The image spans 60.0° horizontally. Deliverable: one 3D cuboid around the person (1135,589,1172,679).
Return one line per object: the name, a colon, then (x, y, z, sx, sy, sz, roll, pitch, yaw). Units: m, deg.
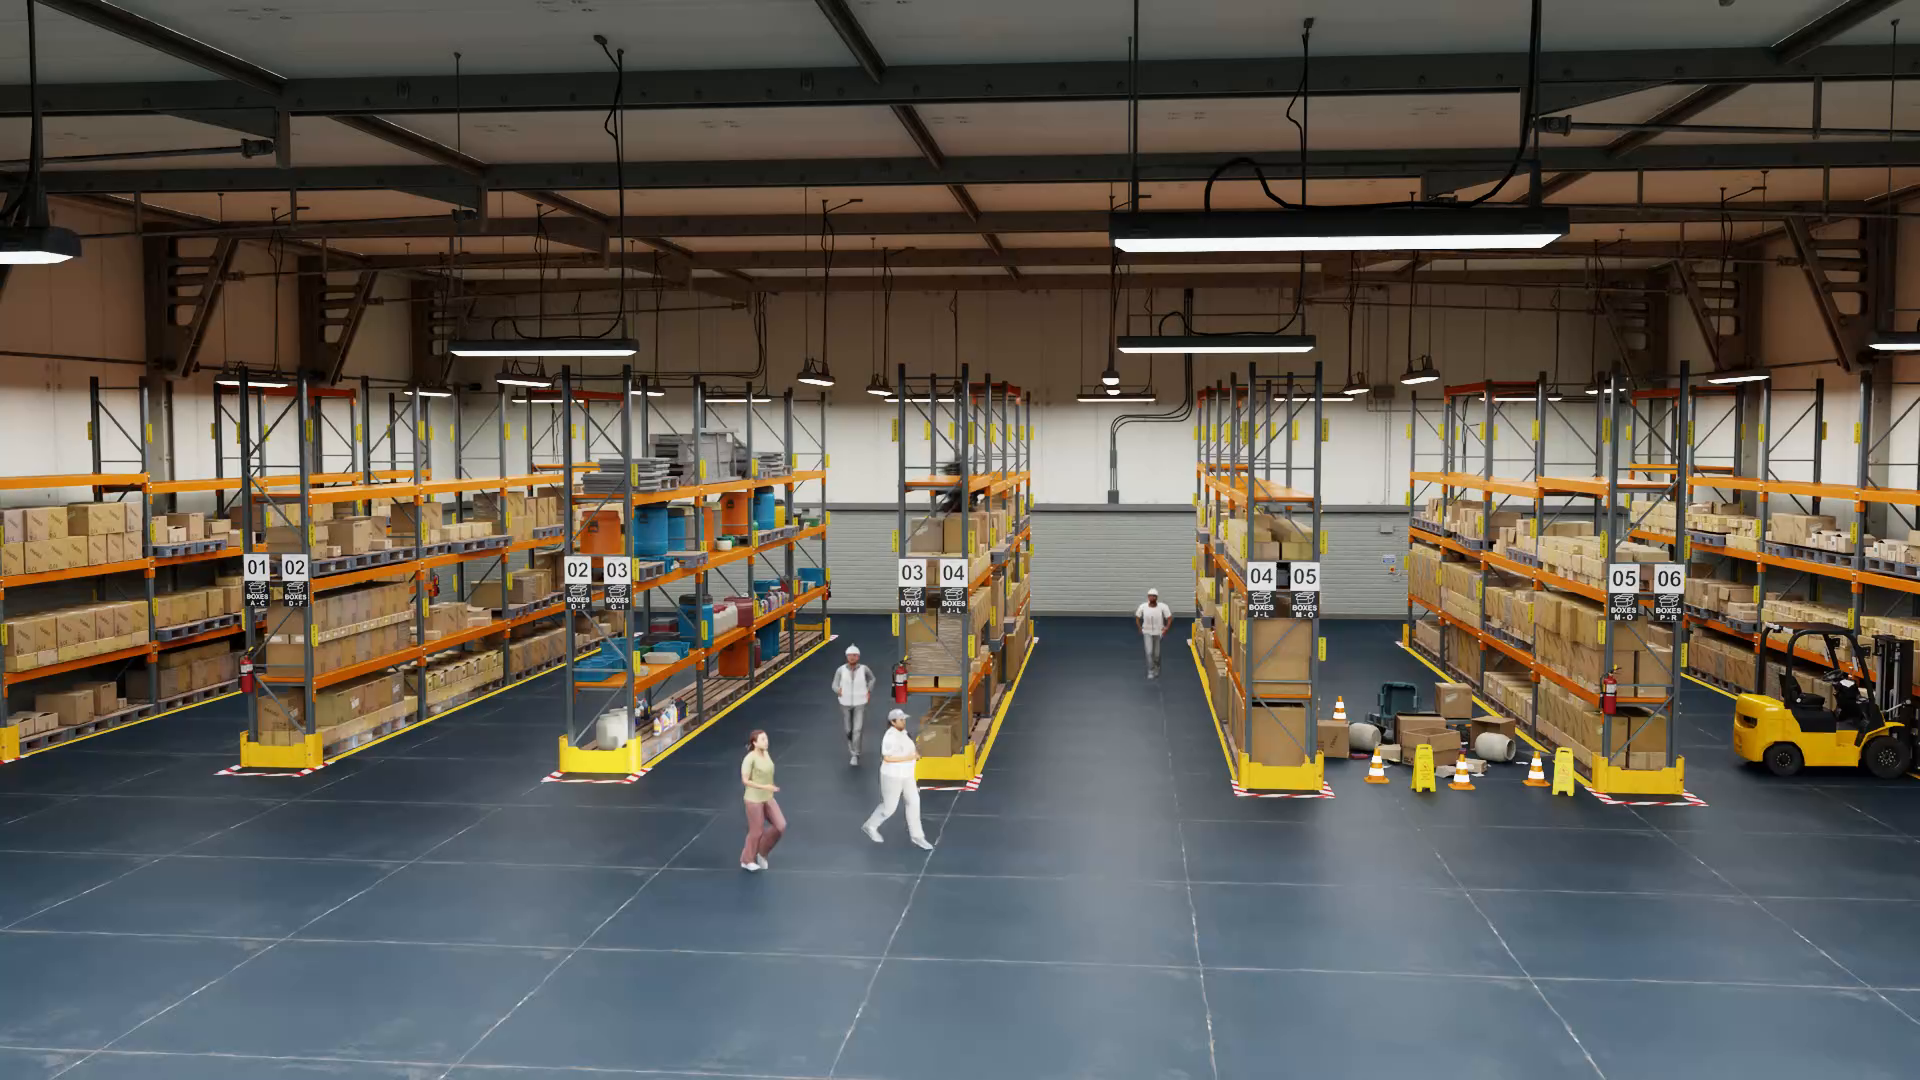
person: (3.734, 1.806, 32.117, 0.719, 1.743, 0.695, 1, 4, 8)

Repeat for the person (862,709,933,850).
person: (-0.764, 2.870, 20.029, 0.886, 1.689, 0.602, 2, 4, 28)

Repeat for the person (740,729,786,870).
person: (-2.245, 2.995, 18.901, 0.604, 1.567, 0.596, 3, 4, 34)

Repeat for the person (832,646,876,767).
person: (-1.622, 2.498, 25.364, 0.661, 1.777, 0.922, 0, 4, 1)
